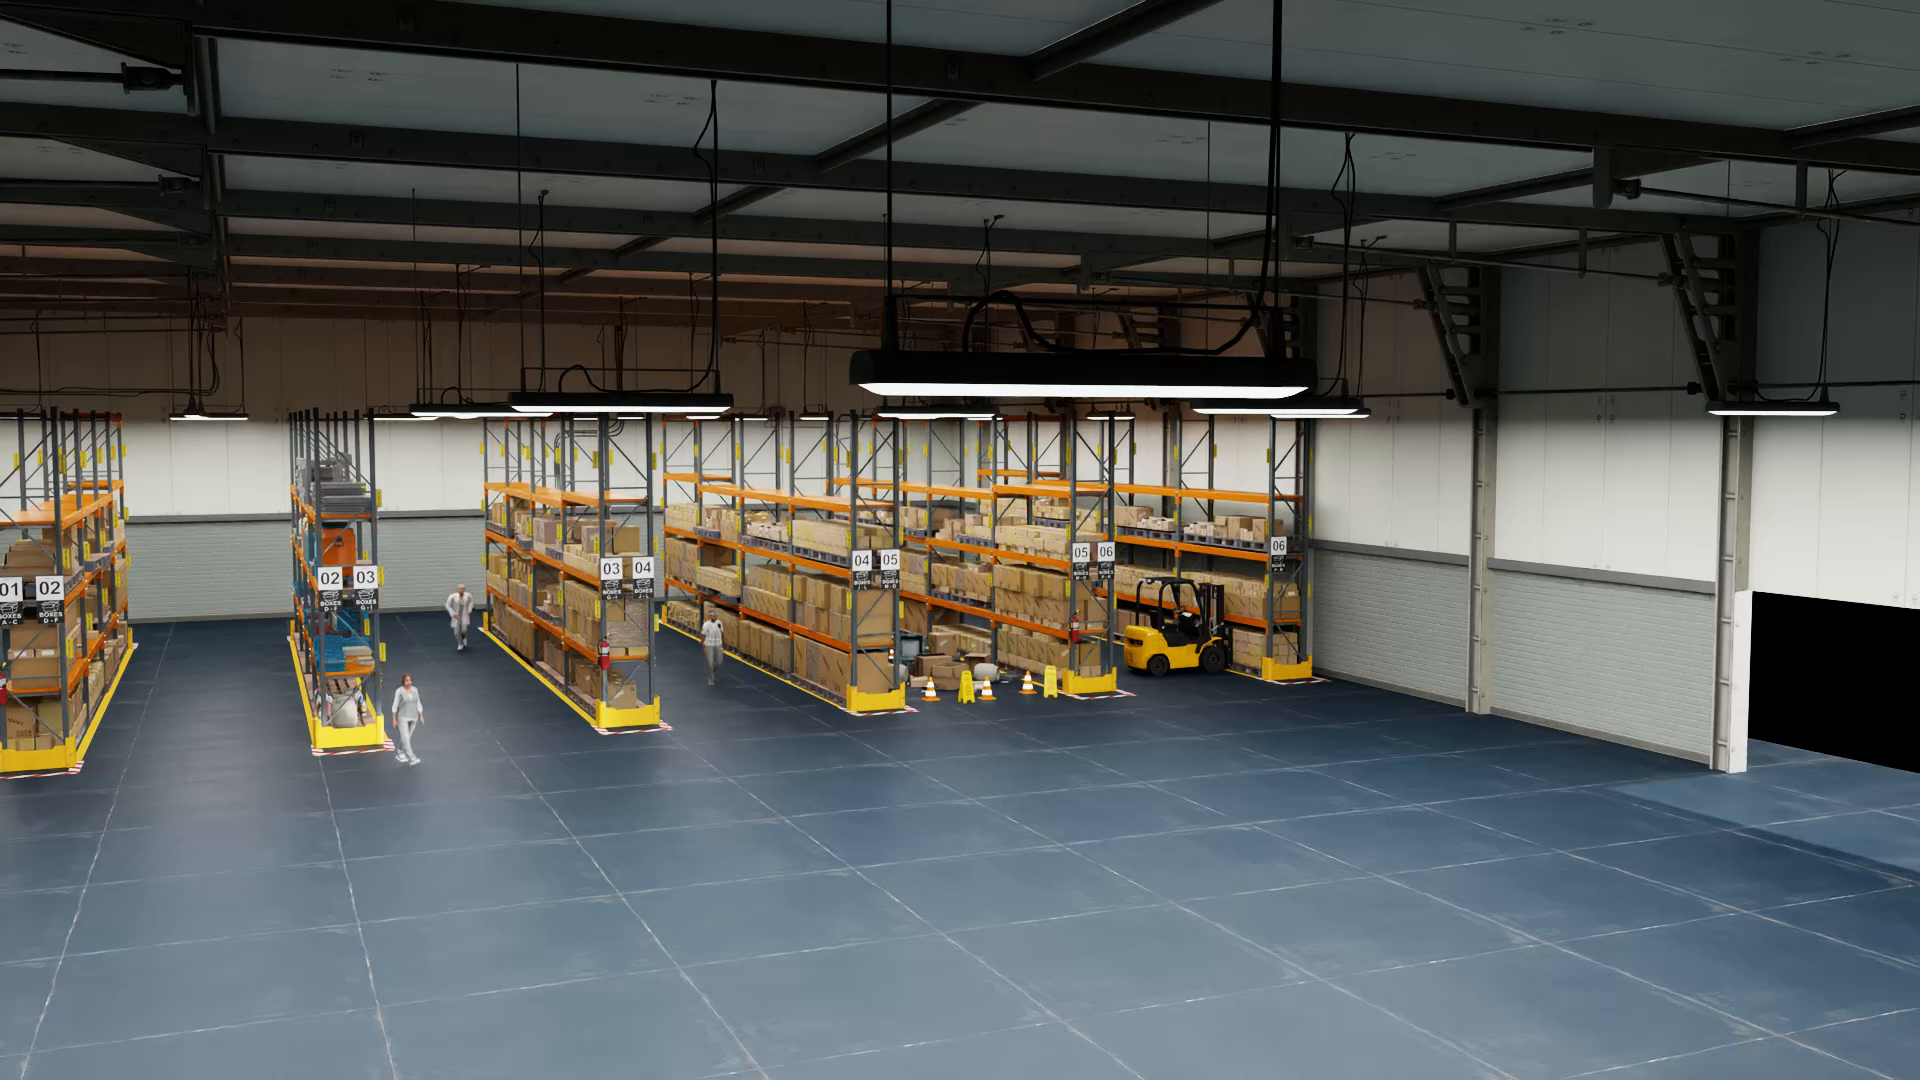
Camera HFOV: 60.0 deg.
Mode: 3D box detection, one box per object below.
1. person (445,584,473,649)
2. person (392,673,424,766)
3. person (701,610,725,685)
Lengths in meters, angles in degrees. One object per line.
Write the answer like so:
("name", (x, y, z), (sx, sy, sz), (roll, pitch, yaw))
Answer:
("person", (-12.668, 2.043, 42.110), (0.672, 1.483, 0.670), (-1, 4, -14))
("person", (-9.187, 2.987, 27.737), (1.017, 1.535, 0.437), (3, 5, 38))
("person", (-5.467, 2.338, 36.691), (0.540, 1.661, 0.554), (-2, 4, -26))
